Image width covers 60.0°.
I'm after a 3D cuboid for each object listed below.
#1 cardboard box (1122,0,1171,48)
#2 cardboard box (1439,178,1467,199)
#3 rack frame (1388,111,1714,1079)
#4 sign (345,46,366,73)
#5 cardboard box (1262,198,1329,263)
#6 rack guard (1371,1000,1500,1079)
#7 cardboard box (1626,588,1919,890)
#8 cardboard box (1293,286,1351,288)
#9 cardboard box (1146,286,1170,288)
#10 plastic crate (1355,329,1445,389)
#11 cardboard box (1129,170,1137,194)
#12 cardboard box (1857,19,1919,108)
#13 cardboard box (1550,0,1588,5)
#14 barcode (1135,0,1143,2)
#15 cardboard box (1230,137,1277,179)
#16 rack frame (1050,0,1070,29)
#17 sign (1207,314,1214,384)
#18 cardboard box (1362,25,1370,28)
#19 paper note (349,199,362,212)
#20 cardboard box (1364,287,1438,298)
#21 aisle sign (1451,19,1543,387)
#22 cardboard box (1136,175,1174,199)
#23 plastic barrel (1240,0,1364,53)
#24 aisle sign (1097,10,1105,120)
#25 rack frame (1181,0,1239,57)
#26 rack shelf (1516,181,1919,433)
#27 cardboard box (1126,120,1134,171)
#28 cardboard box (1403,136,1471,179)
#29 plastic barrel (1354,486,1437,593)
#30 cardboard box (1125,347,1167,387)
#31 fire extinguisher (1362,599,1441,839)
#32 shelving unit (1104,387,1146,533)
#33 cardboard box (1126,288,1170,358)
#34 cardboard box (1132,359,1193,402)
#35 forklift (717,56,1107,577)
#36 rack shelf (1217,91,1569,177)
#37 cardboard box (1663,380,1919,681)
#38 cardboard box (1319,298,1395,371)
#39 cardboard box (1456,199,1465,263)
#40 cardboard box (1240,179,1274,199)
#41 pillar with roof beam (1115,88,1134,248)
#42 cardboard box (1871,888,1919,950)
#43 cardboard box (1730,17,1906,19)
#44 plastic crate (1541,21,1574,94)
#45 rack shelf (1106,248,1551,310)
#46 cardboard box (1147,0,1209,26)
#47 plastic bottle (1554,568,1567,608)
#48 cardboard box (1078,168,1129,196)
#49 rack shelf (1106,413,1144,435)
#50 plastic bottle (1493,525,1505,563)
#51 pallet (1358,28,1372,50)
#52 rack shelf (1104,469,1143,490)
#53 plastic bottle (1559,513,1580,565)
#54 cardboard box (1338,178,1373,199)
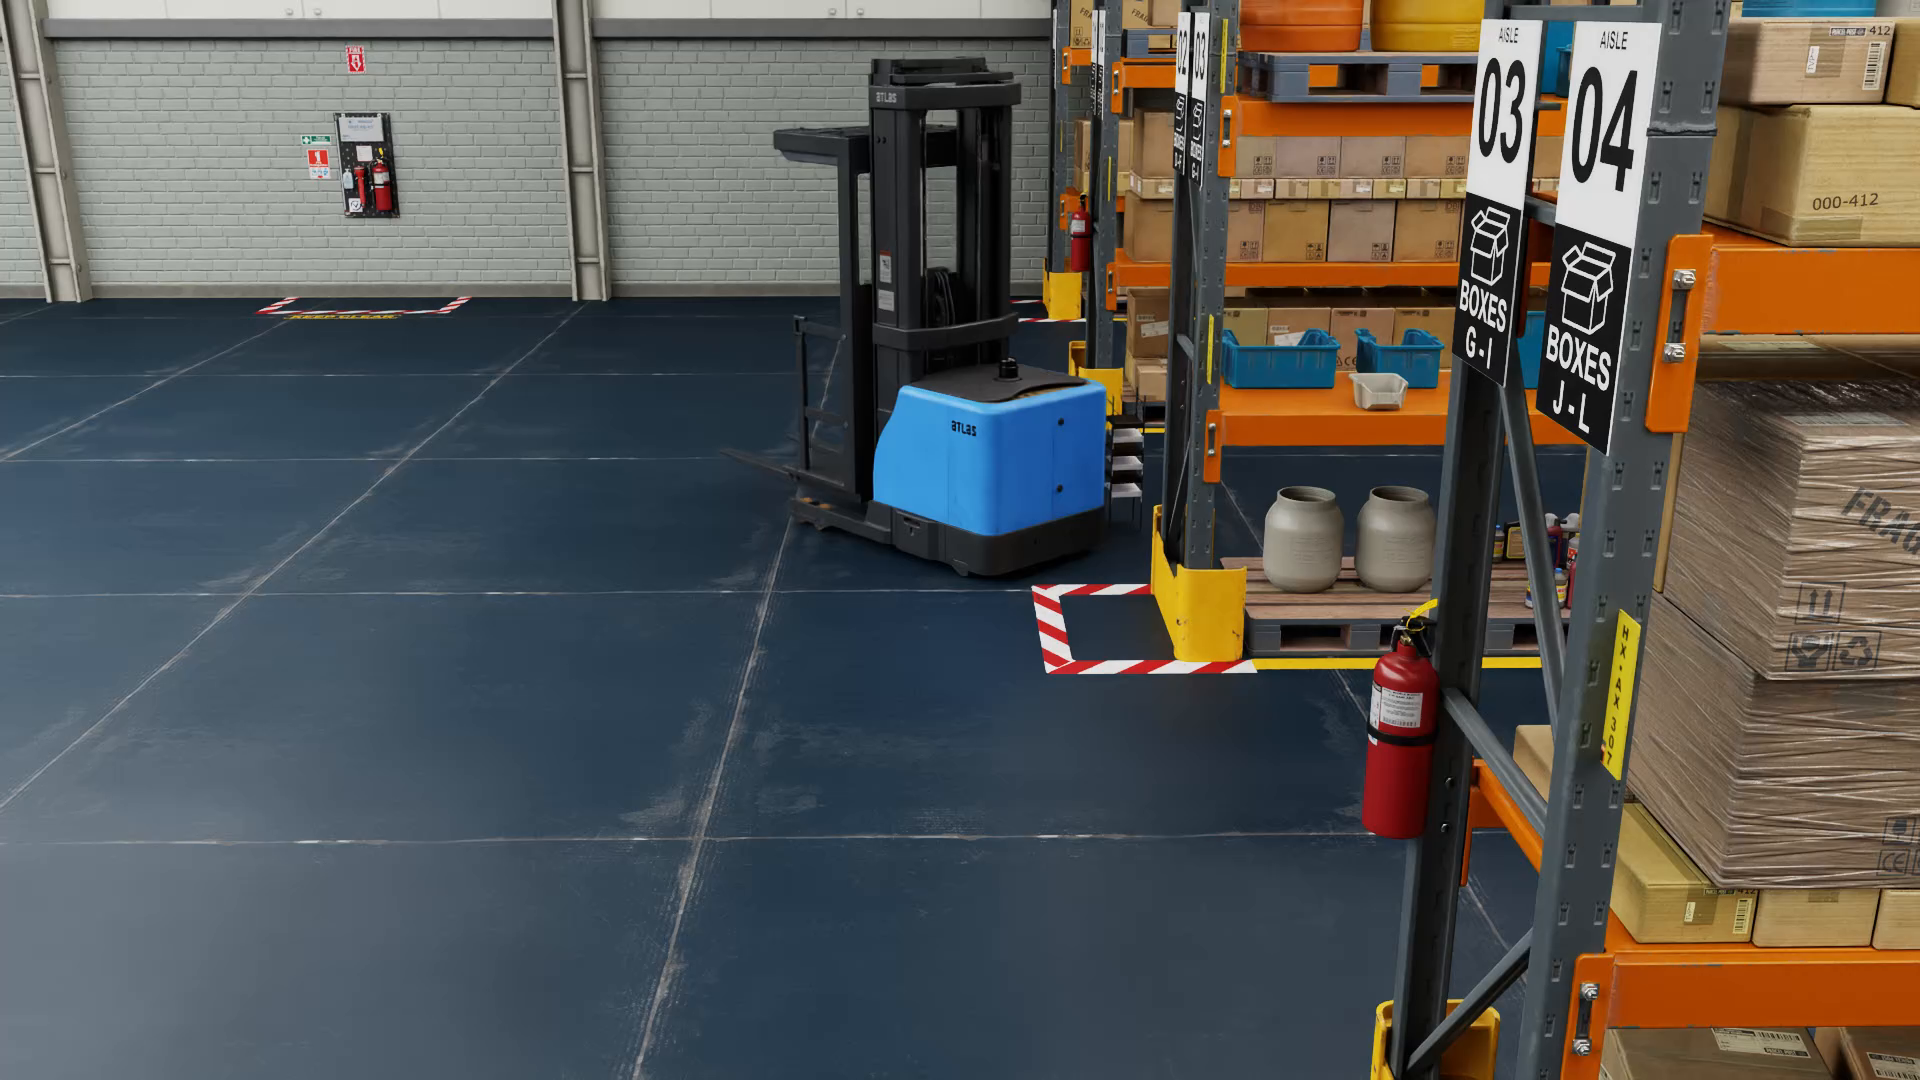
[{"bbox_3d":[1.929,-5.390,17.332,0.500,0.500,0.500,1,18,3],"label":"cardboard box"},{"bbox_3d":[3.849,-2.779,13.076,0.250,0.149,0.380,0,18,-1],"label":"cardboard box"},{"bbox_3d":[1.288,0.551,3.920,0.127,3.000,1.000,0,18,-1],"label":"rack frame"},{"bbox_3d":[-6.741,-5.360,18.551,0.199,0.298,0.001,0,18,-1],"label":"sign"},{"bbox_3d":[2.624,-2.525,13.345,0.500,0.500,0.700,0,18,0],"label":"cardboard box"},{"bbox_3d":[1.364,1.741,4.303,0.348,0.500,1.175,0,18,-1],"label":"rack guard"},{"bbox_3d":[1.838,0.367,3.841,0.500,0.500,0.875,0,18,-1],"label":"cardboard box"},{"bbox_3d":[4.016,-3.009,18.389,0.500,0.500,0.500,-2,18,-5],"label":"cardboard box"},{"bbox_3d":[2.317,-2.895,18.344,0.500,0.311,0.500,1,18,4],"label":"cardboard box"},{"bbox_3d":[2.355,-0.986,8.955,0.408,0.251,0.499,0,18,-1],"label":"plastic crate"},{"bbox_3d":[1.514,-2.891,13.424,0.250,0.149,0.380,-1,18,-2],"label":"cardboard box"},{"bbox_3d":[1.828,-0.898,3.119,0.250,0.149,0.380,0,18,0],"label":"cardboard box"},{"bbox_3d":[4.627,-4.315,13.096,0.500,0.500,0.500,1,18,4],"label":"cardboard box"},{"bbox_3d":[1.429,-4.328,13.268,0.075,0.075,0.001,0,18,-1],"label":"barcode"},{"bbox_3d":[2.181,-3.143,13.147,0.500,0.500,0.700,-1,18,-2],"label":"cardboard box"},{"bbox_3d":[1.053,-6.844,17.151,0.127,3.000,1.000,0,18,-1],"label":"rack frame"},{"bbox_3d":[1.214,-0.926,8.069,0.005,0.325,0.100,0,18,-1],"label":"sign"},{"bbox_3d":[4.046,-5.416,17.413,0.500,0.500,0.500,-2,18,-6],"label":"cardboard box"},{"bbox_3d":[-6.909,-3.827,19.008,0.142,0.148,0.016,0,18,-1],"label":"paper note"},{"bbox_3d":[3.666,-1.830,13.929,0.500,0.500,0.500,0,18,-1],"label":"cardboard box"},{"bbox_3d":[1.221,-0.778,3.807,0.004,0.787,0.394,0,18,-1],"label":"aisle sign"},{"bbox_3d":[1.531,-2.767,13.038,0.250,0.149,0.380,0,18,-1],"label":"cardboard box"},{"bbox_3d":[1.694,-2.836,8.176,0.708,0.830,0.600,0,18,-1],"label":"plastic barrel"},{"bbox_3d":[1.074,-3.619,12.662,0.004,0.787,0.394,0,18,-1],"label":"aisle sign"},{"bbox_3d":[1.210,-3.818,7.719,0.127,3.000,1.000,0,18,-1],"label":"rack frame"},{"bbox_3d":[3.288,-0.545,3.601,4.000,0.370,1.077,0,18,-1],"label":"rack shelf"},{"bbox_3d":[2.030,-4.193,17.692,0.500,0.500,0.500,0,18,-1],"label":"cardboard box"},{"bbox_3d":[3.685,-3.150,13.170,0.500,0.500,0.700,0,18,-1],"label":"cardboard box"},{"bbox_3d":[2.368,-0.006,9.041,0.421,0.512,0.421,0,18,0],"label":"plastic barrel"},{"bbox_3d":[1.667,-1.458,13.997,0.500,0.250,0.500,0,18,-1],"label":"cardboard box"},{"bbox_3d":[1.166,0.448,4.369,0.183,0.674,0.296,0,18,-1],"label":"fire extinguisher"},{"bbox_3d":[1.049,-0.514,10.676,0.210,0.900,0.258,-2,18,-7],"label":"shelving unit"},{"bbox_3d":[1.667,-1.816,13.884,0.500,0.500,0.500,0,18,-1],"label":"cardboard box"},{"bbox_3d":[1.675,-1.300,13.504,0.500,0.250,0.500,0,18,-1],"label":"cardboard box"},{"bbox_3d":[-0.463,-1.555,10.596,1.130,2.935,3.031,-16,23,-40],"label":"forklift"},{"bbox_3d":[3.209,-2.057,8.317,4.000,0.370,1.077,0,18,-1],"label":"rack shelf"},{"bbox_3d":[1.842,-0.034,3.455,0.500,0.500,0.500,0,18,-1],"label":"cardboard box"},{"bbox_3d":[3.175,-1.664,13.409,0.500,0.500,0.500,0,18,-1],"label":"cardboard box"},{"bbox_3d":[4.164,-2.533,13.369,0.500,0.500,0.700,0,18,-1],"label":"cardboard box"},{"bbox_3d":[2.297,-2.771,13.049,0.250,0.149,0.380,-1,18,-2],"label":"cardboard box"},{"bbox_3d":[1.808,-5.797,13.887,0.400,9.000,9.100,0,18,-1],"label":"pillar with roof beam"},{"bbox_3d":[2.077,0.750,3.710,0.250,0.149,0.380,0,18,-1],"label":"cardboard box"},{"bbox_3d":[1.823,-1.058,3.617,0.250,0.149,0.380,-1,18,-3],"label":"cardboard box"},{"bbox_3d":[3.112,-2.484,8.495,0.575,0.384,0.392,0,18,-1],"label":"plastic crate"},{"bbox_3d":[3.135,-2.142,13.491,4.000,0.370,1.077,0,18,-1],"label":"rack shelf"},{"bbox_3d":[1.710,-4.220,12.797,0.637,0.503,0.797,1,18,3],"label":"cardboard box"},{"bbox_3d":[3.131,0.247,8.728,0.097,0.201,0.097,0,18,0],"label":"plastic bottle"},{"bbox_3d":[1.546,-3.831,17.793,0.500,0.250,0.500,-1,18,-2],"label":"cardboard box"},{"bbox_3d":[1.049,-0.739,10.604,0.200,0.077,0.258,-2,18,-7],"label":"rack shelf"},{"bbox_3d":[3.039,0.018,9.441,0.097,0.201,0.097,0,18,0],"label":"plastic bottle"},{"bbox_3d":[3.066,-3.863,12.914,1.213,0.211,1.003,0,18,-1],"label":"pallet"},{"bbox_3d":[1.049,-0.396,10.713,0.200,0.077,0.258,-2,18,-7],"label":"rack shelf"},{"bbox_3d":[3.430,-0.011,9.409,0.135,0.276,0.152,-1,18,-2],"label":"plastic bottle"},{"bbox_3d":[3.068,-2.774,13.060,0.250,0.149,0.380,0,18,0],"label":"cardboard box"}]
